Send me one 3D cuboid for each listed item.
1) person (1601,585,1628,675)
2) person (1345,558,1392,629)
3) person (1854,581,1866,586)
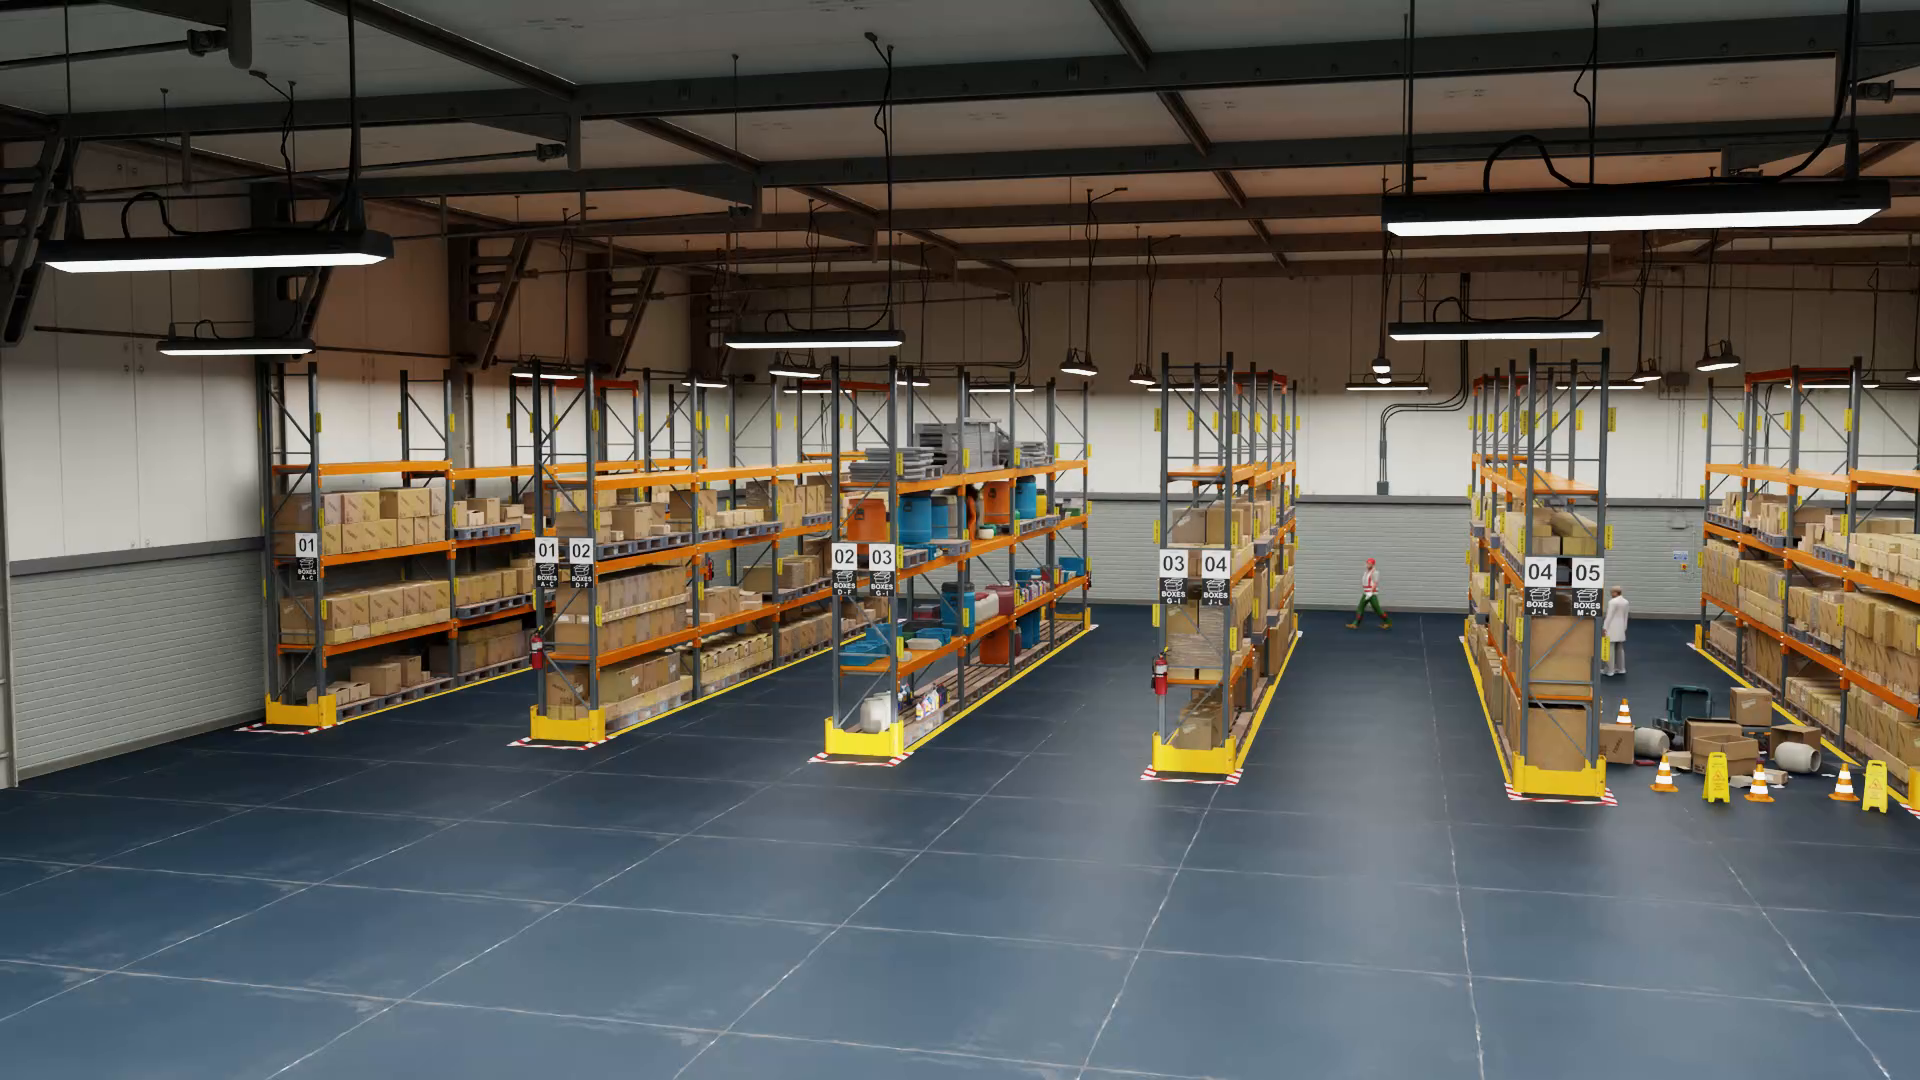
[{"bbox_3d":[12.990,1.854,33.113,0.630,1.677,0.403,-3,5,-32],"label":"person"},{"bbox_3d":[9.883,1.302,40.148,1.085,1.748,0.608,0,4,0],"label":"person"},{"bbox_3d":[20.406,1.478,37.717,1.050,1.728,0.620,1,4,8],"label":"person"}]
